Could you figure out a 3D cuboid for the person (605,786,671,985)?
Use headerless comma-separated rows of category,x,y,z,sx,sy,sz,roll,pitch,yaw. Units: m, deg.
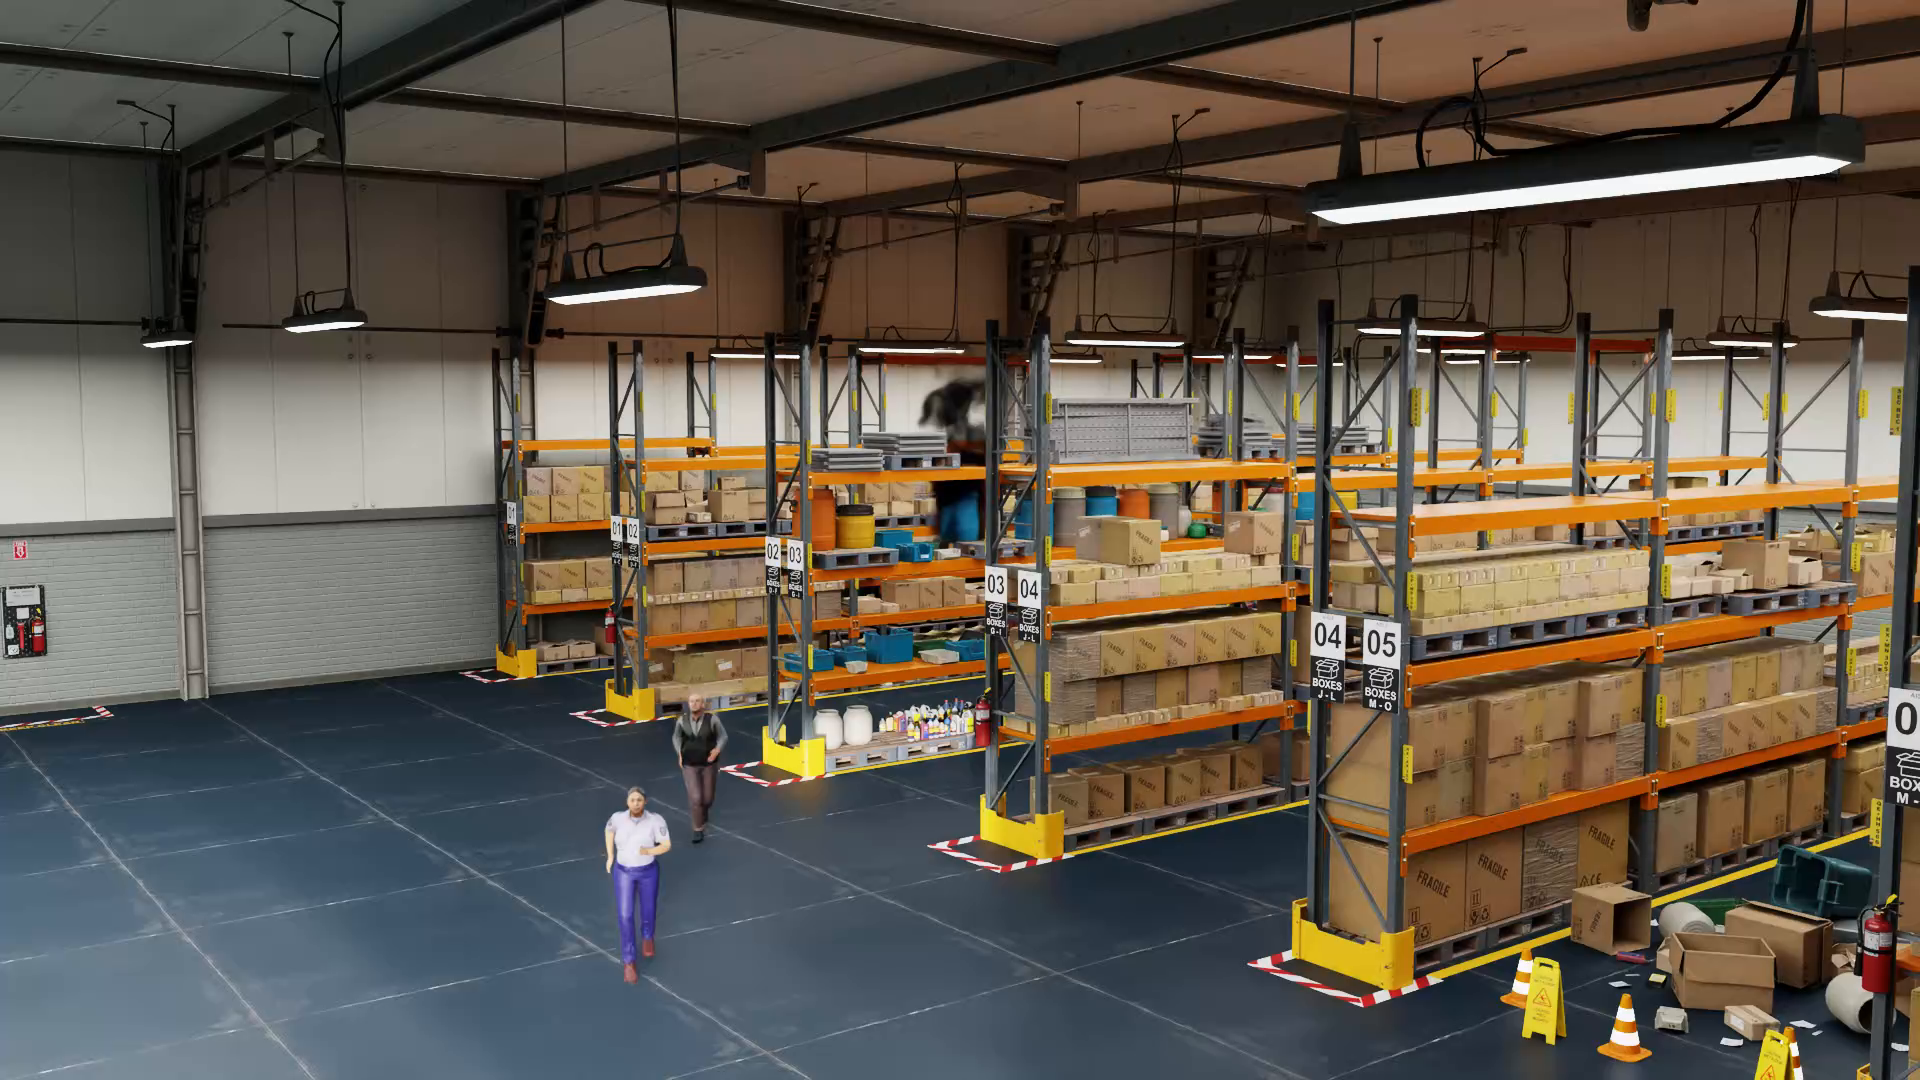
person,-2.884,3.027,14.919,0.580,1.694,0.855,-1,5,-10

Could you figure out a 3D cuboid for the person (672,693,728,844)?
person,-3.037,2.627,19.411,0.659,1.708,0.686,0,5,-5
